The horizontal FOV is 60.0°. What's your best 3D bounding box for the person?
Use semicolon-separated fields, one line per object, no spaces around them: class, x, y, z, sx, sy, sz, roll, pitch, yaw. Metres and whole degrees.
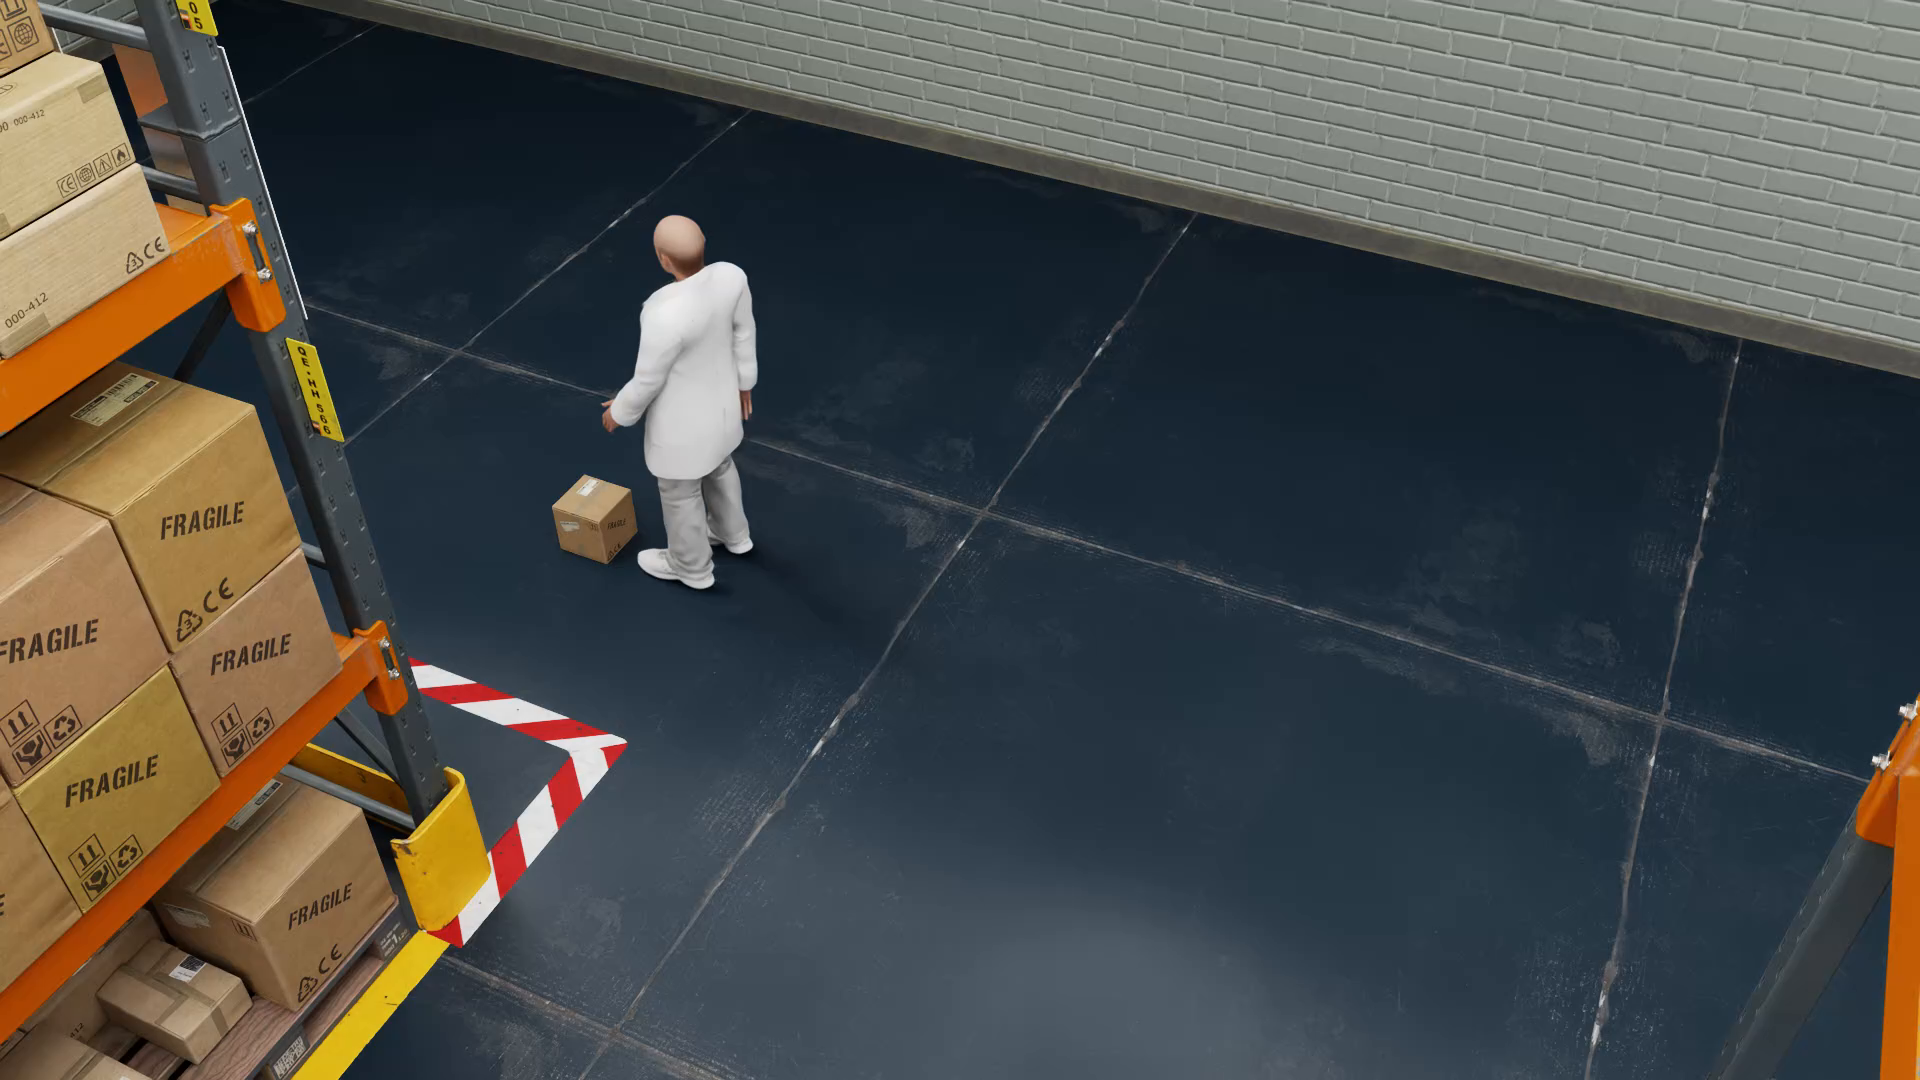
person;-1.158;-0.559;6.787;0.487;1.803;0.589;21;46;22
